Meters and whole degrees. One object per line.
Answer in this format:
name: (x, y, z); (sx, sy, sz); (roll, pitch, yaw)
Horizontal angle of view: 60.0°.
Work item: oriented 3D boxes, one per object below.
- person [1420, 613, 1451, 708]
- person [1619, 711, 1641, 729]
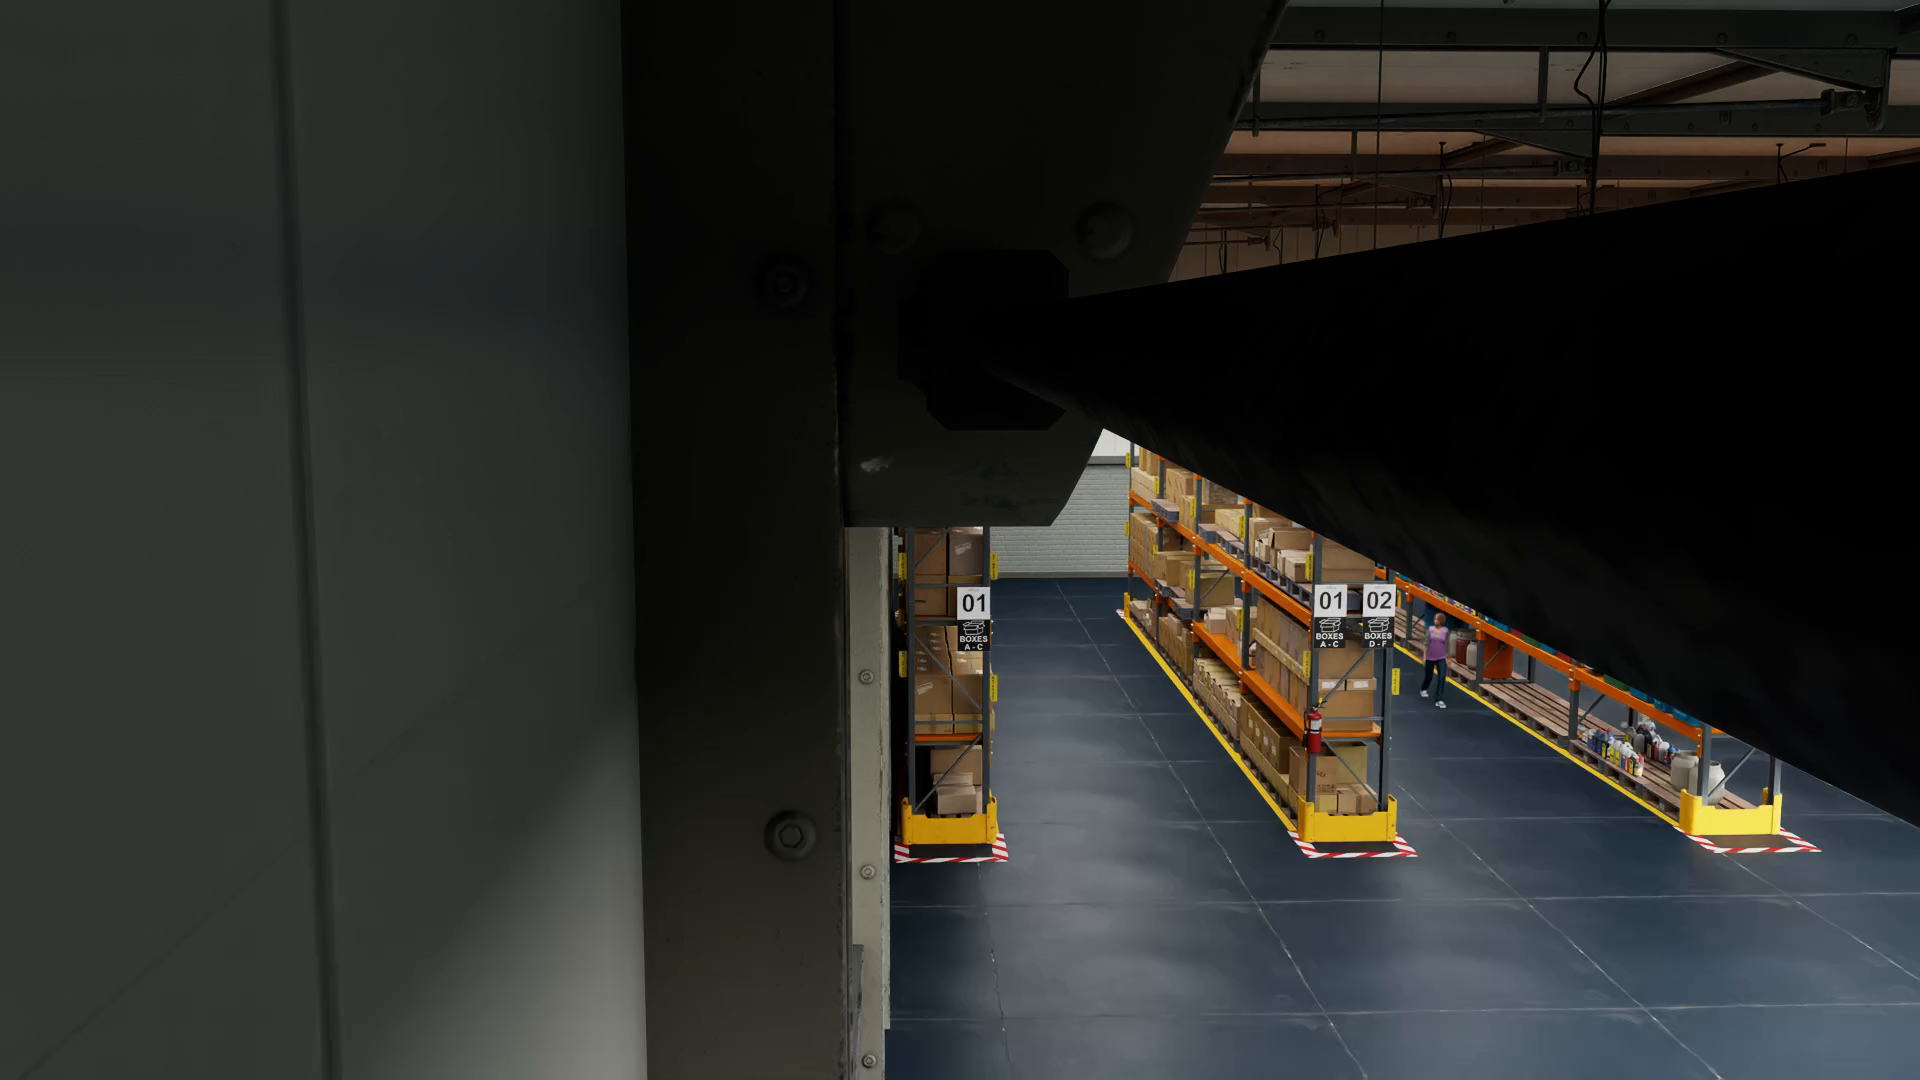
person: (7.986, 1.984, 27.928); (0.496, 1.551, 0.823); (0, 7, -2)
person: (10.663, 2.153, 26.223); (0.439, 1.678, 0.506); (1, 7, 10)
